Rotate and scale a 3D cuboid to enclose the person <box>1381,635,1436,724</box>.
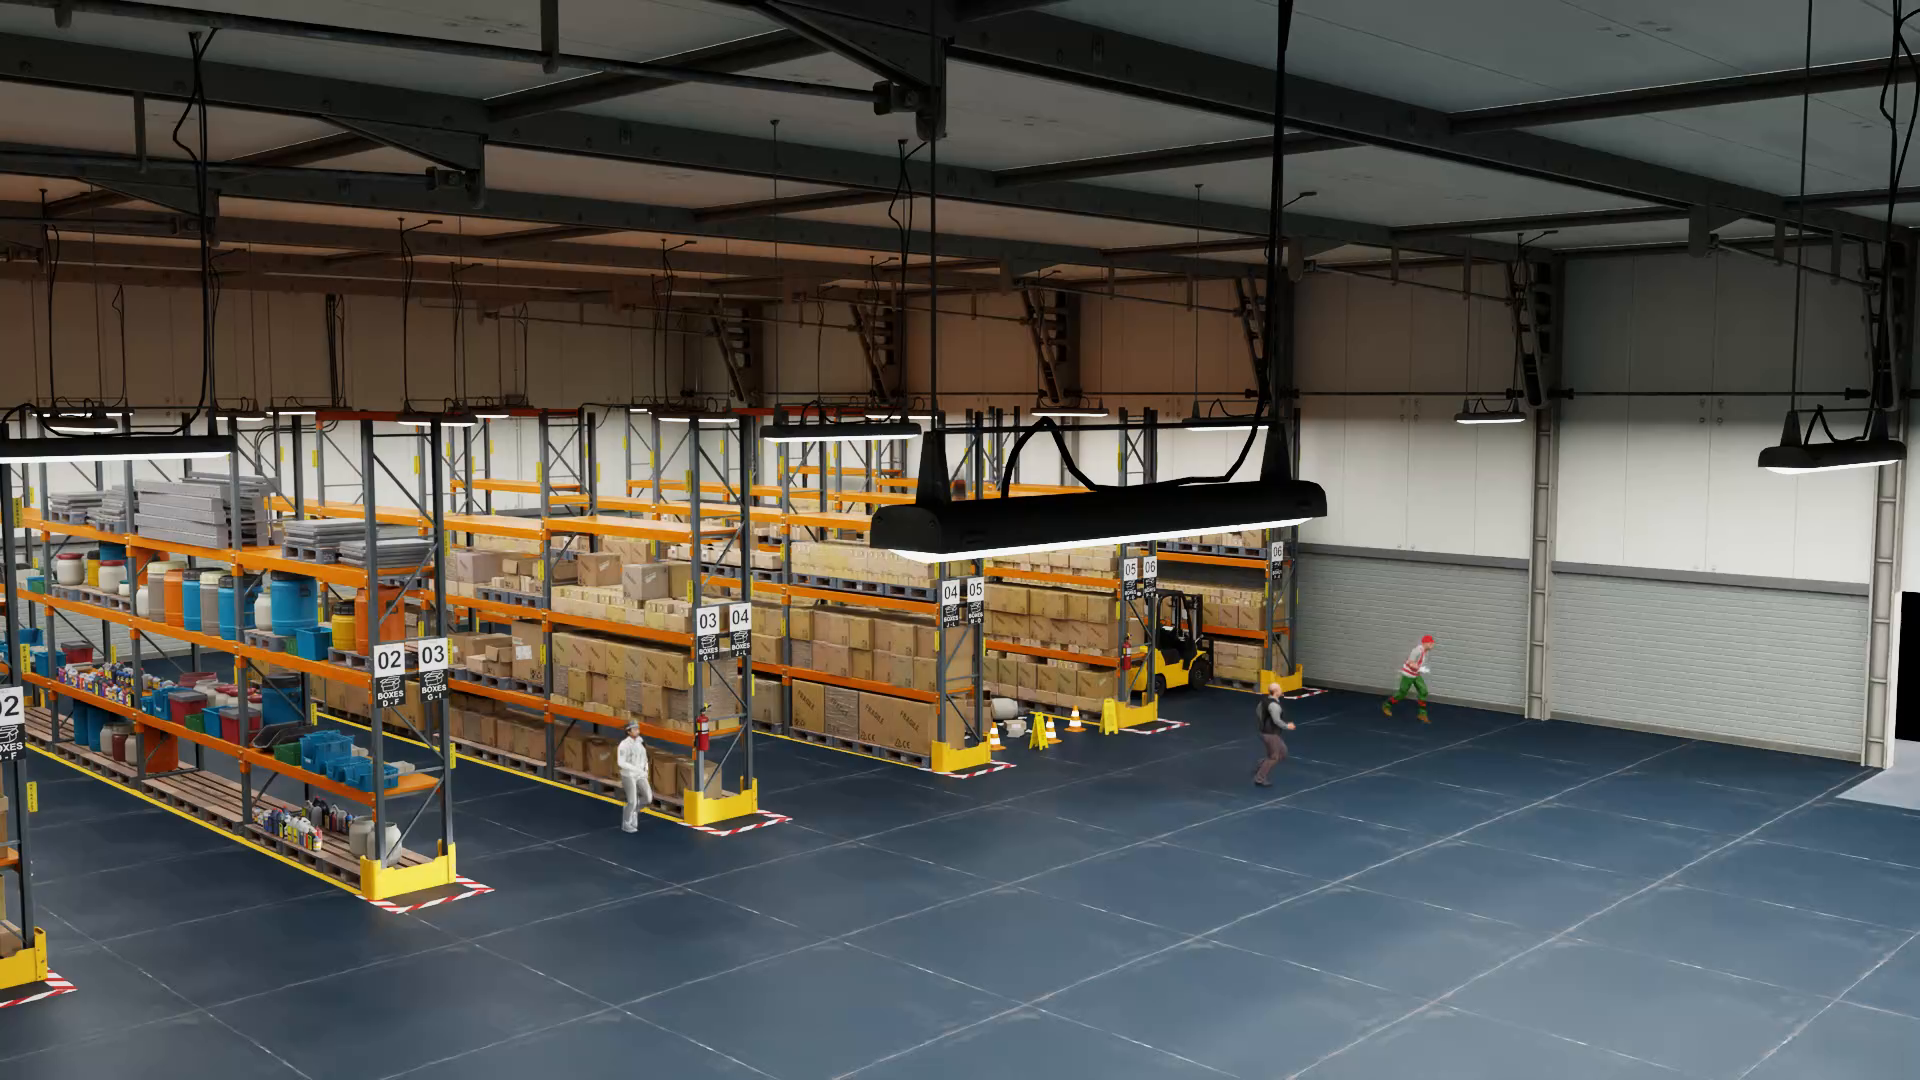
[{"bbox_3d":[8.652,2.665,32.088,1.057,1.731,0.704,3,6,34],"label":"person"}]

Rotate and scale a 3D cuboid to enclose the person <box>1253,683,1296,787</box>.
[{"bbox_3d":[5.056,3.123,26.750,0.662,1.673,0.640,0,5,-2],"label":"person"}]

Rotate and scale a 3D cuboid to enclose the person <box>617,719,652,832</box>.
[{"bbox_3d":[-4.633,3.379,23.878,0.562,1.649,0.655,4,6,35],"label":"person"}]
